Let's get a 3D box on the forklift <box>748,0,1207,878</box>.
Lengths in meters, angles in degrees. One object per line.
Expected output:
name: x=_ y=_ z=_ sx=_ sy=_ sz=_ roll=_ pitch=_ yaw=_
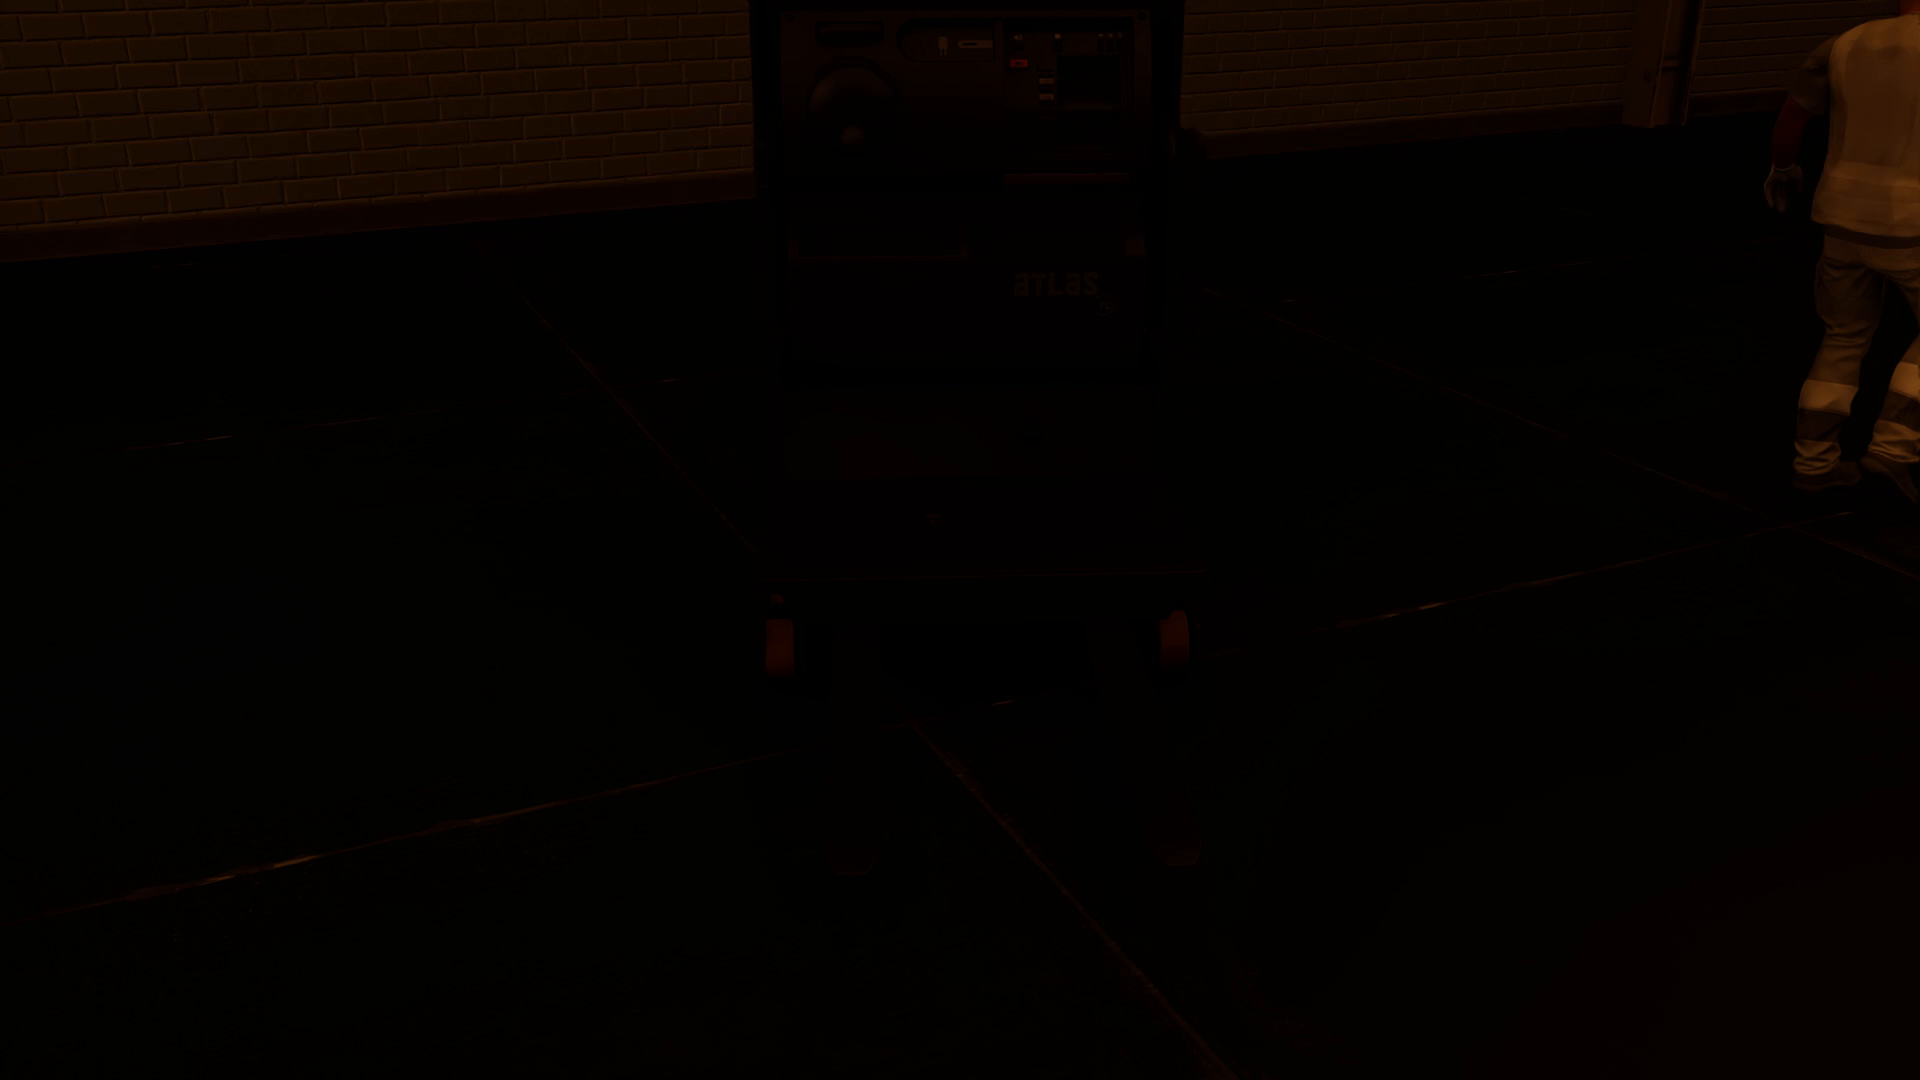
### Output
forklift: x=0.030 y=-1.120 z=3.982 sx=1.130 sy=2.935 sz=3.031 roll=-1 pitch=23 yaw=-3

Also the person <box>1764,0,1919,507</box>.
person: x=2.880 y=-0.987 z=5.215 sx=0.483 sy=1.773 sz=0.844 roll=-13 pitch=26 yaw=-29
